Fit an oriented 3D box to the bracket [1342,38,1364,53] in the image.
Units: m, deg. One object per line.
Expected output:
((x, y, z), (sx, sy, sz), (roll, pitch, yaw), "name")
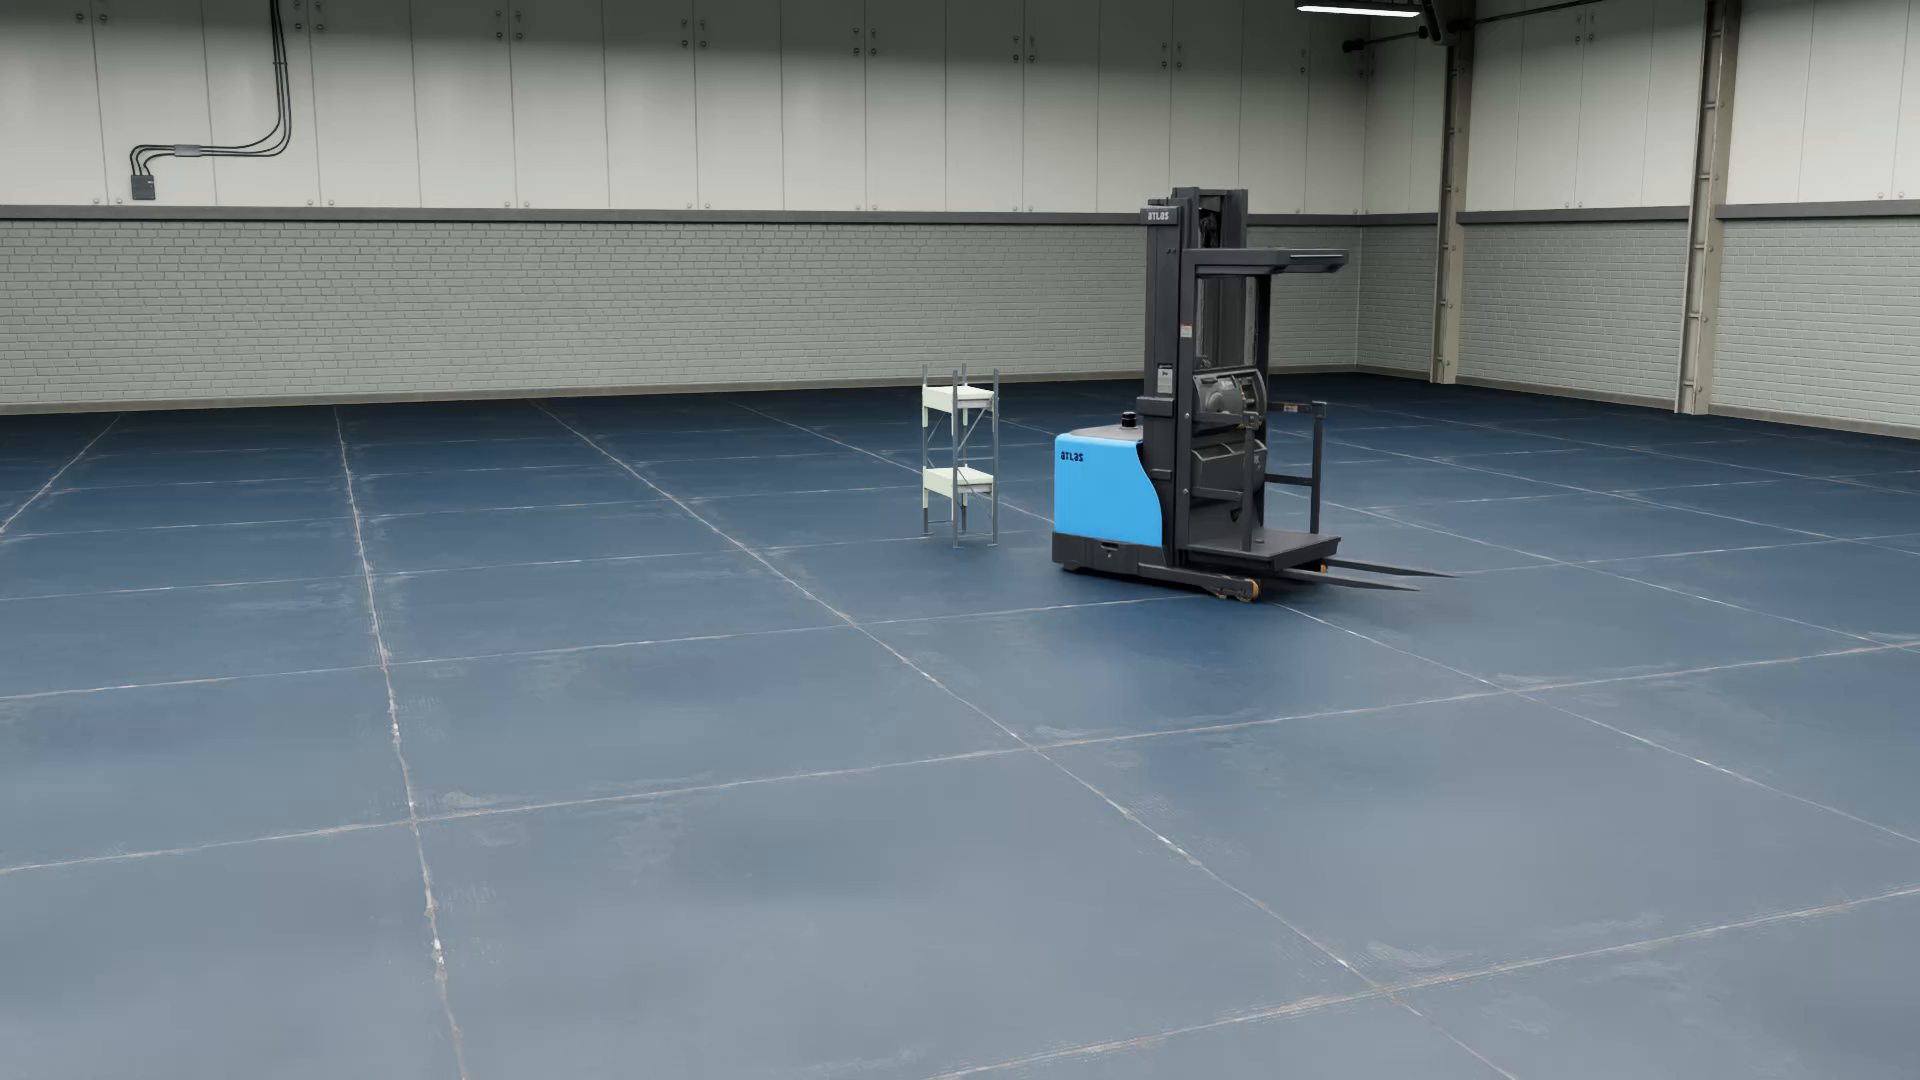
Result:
((7.594, -9.539, 32.076), (0.235, 0.232, 0.430), (-4, 11, -21), "bracket")

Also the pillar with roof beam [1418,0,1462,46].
((4.743, -10.010, 27.831), (8.718, 2.987, 0.548), (-4, 11, -21), "pillar with roof beam")

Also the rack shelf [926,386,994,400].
((-0.002, -1.255, 14.203), (0.368, 0.052, 0.686), (-4, 11, -21), "rack shelf")

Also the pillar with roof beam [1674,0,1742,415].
((7.096, -6.083, 22.920), (9.100, 9.000, 0.548), (-4, 11, -21), "pillar with roof beam")

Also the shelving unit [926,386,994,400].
((-0.002, -1.255, 14.203), (0.368, 0.052, 0.686), (-4, 11, -21), "shelving unit")

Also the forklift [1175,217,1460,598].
((2.496, -0.956, 11.989), (2.170, 2.733, 1.118), (9, 13, 40), "forklift")
